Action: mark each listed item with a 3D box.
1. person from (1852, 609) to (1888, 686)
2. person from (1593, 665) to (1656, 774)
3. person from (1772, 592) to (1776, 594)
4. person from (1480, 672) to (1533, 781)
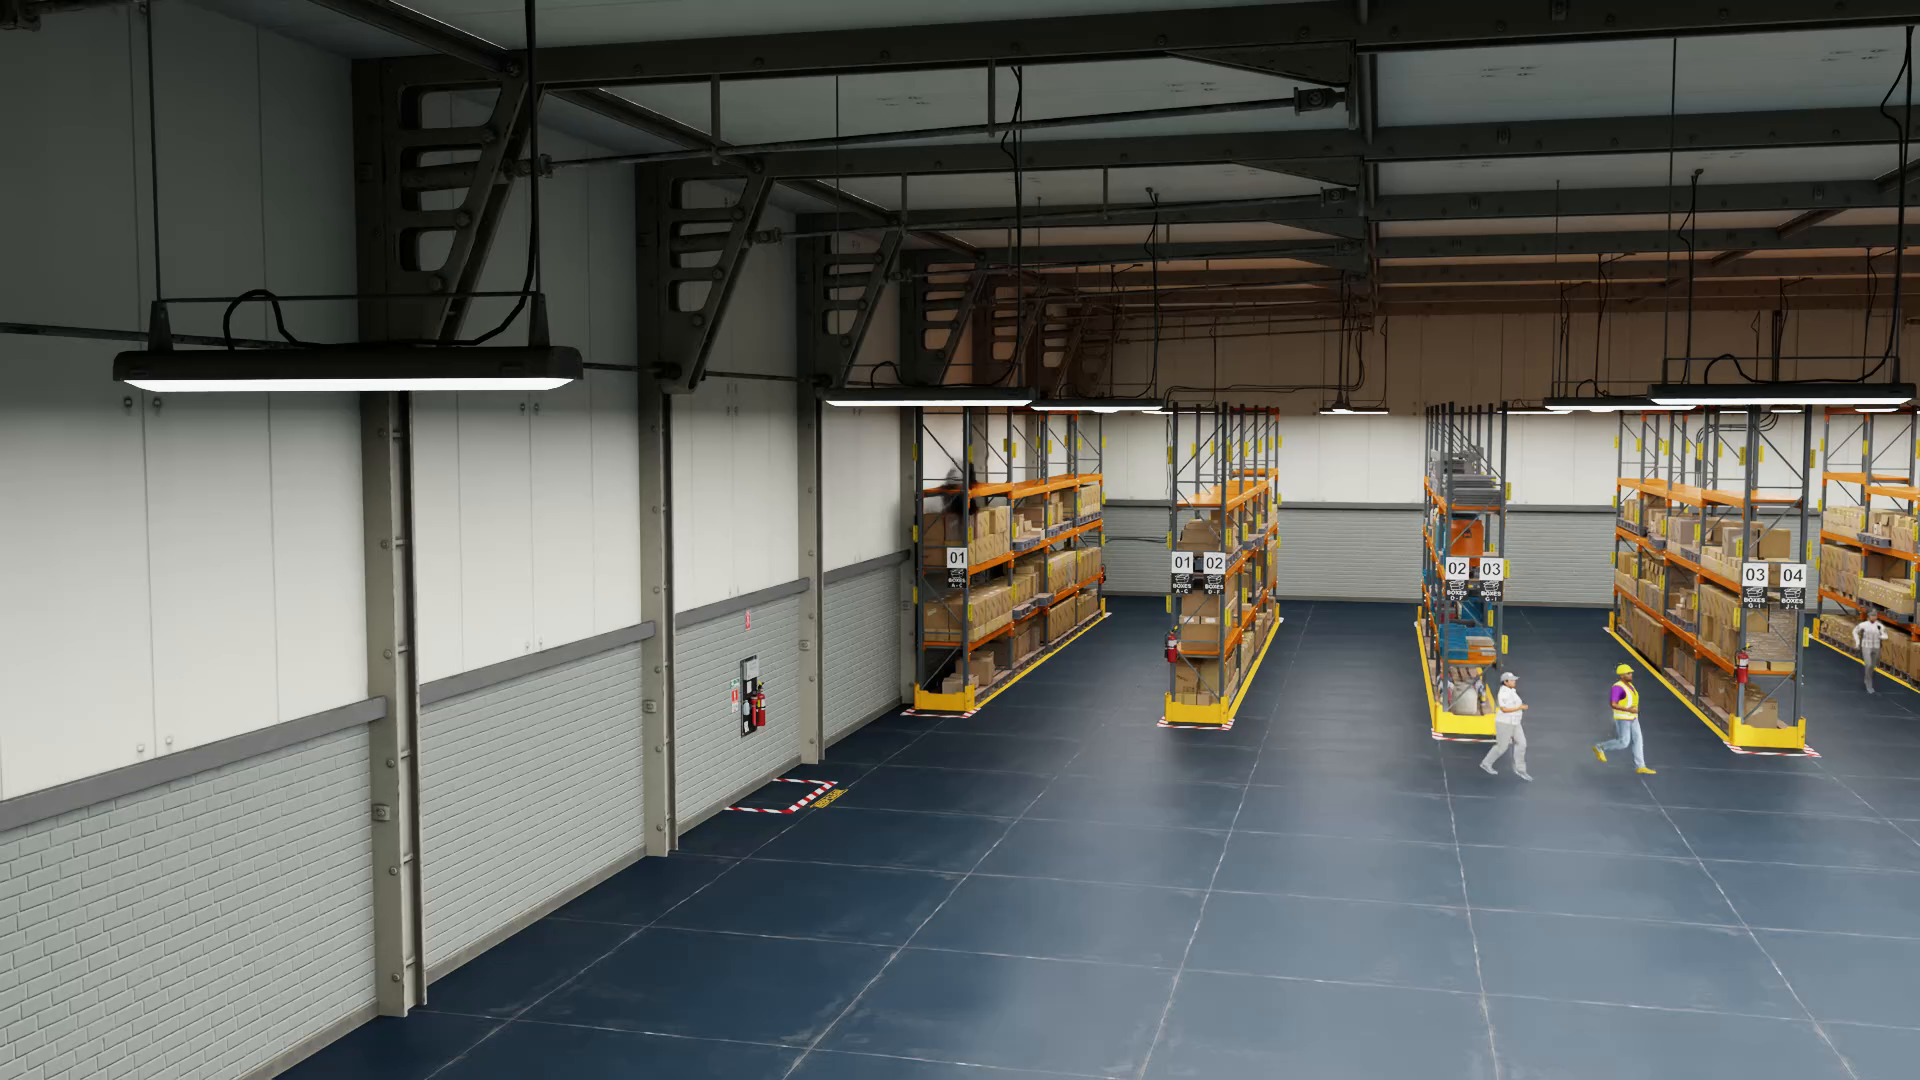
[{"bbox_3d":[19.060,2.228,34.801,0.593,1.599,0.759,1,4,10],"label":"person"},{"bbox_3d":[10.725,2.871,26.772,0.679,1.736,0.993,-4,6,-43],"label":"person"},{"bbox_3d":[21.090,1.623,43.912,0.561,1.737,0.787,-2,5,-26],"label":"person"},{"bbox_3d":[8.668,2.944,26.294,0.762,1.697,0.596,3,5,38],"label":"person"}]
